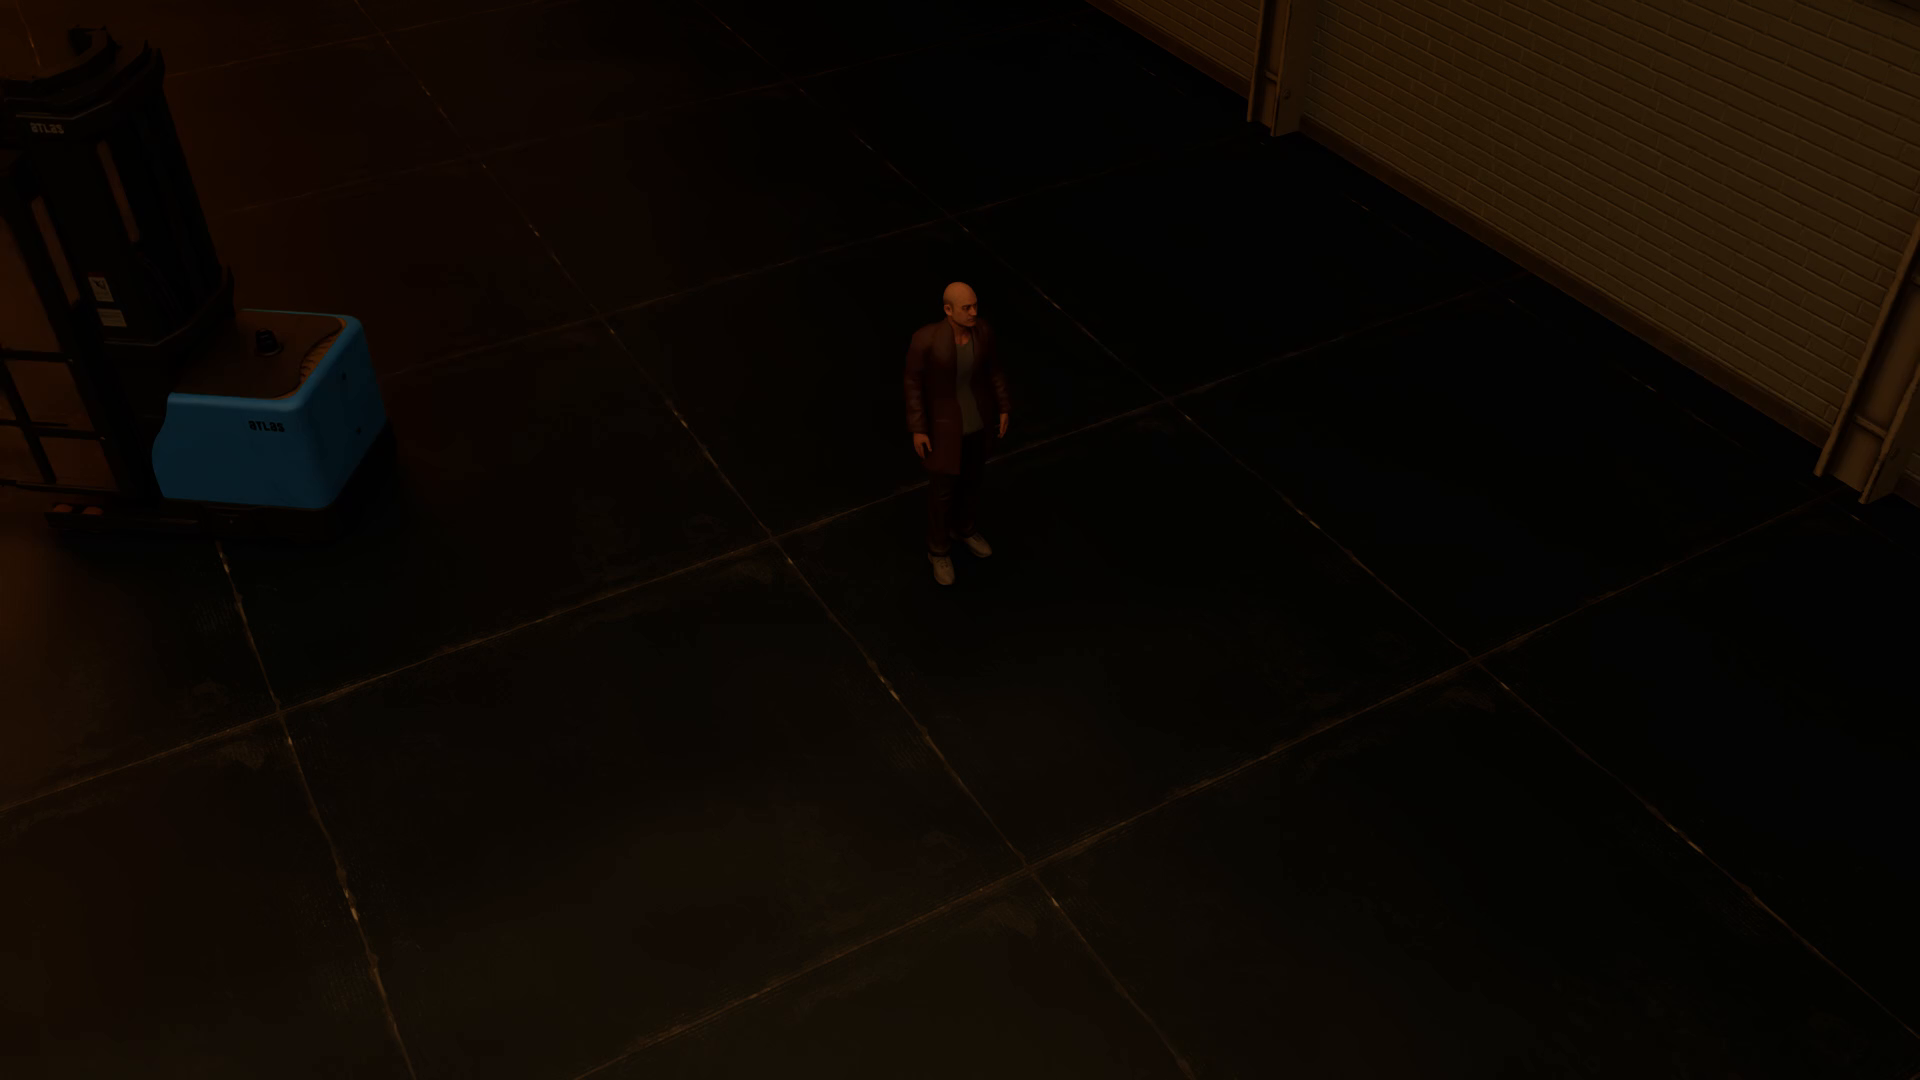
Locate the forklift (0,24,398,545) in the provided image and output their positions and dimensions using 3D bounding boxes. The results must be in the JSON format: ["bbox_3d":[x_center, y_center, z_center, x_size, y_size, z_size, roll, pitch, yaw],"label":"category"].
[{"bbox_3d":[-5.255,-1.504,9.849,3.031,2.935,1.130,4,40,5],"label":"forklift"}]

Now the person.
[{"bbox_3d":[0.041,-0.638,9.698,0.696,1.776,0.582,-20,44,-23],"label":"person"}]
